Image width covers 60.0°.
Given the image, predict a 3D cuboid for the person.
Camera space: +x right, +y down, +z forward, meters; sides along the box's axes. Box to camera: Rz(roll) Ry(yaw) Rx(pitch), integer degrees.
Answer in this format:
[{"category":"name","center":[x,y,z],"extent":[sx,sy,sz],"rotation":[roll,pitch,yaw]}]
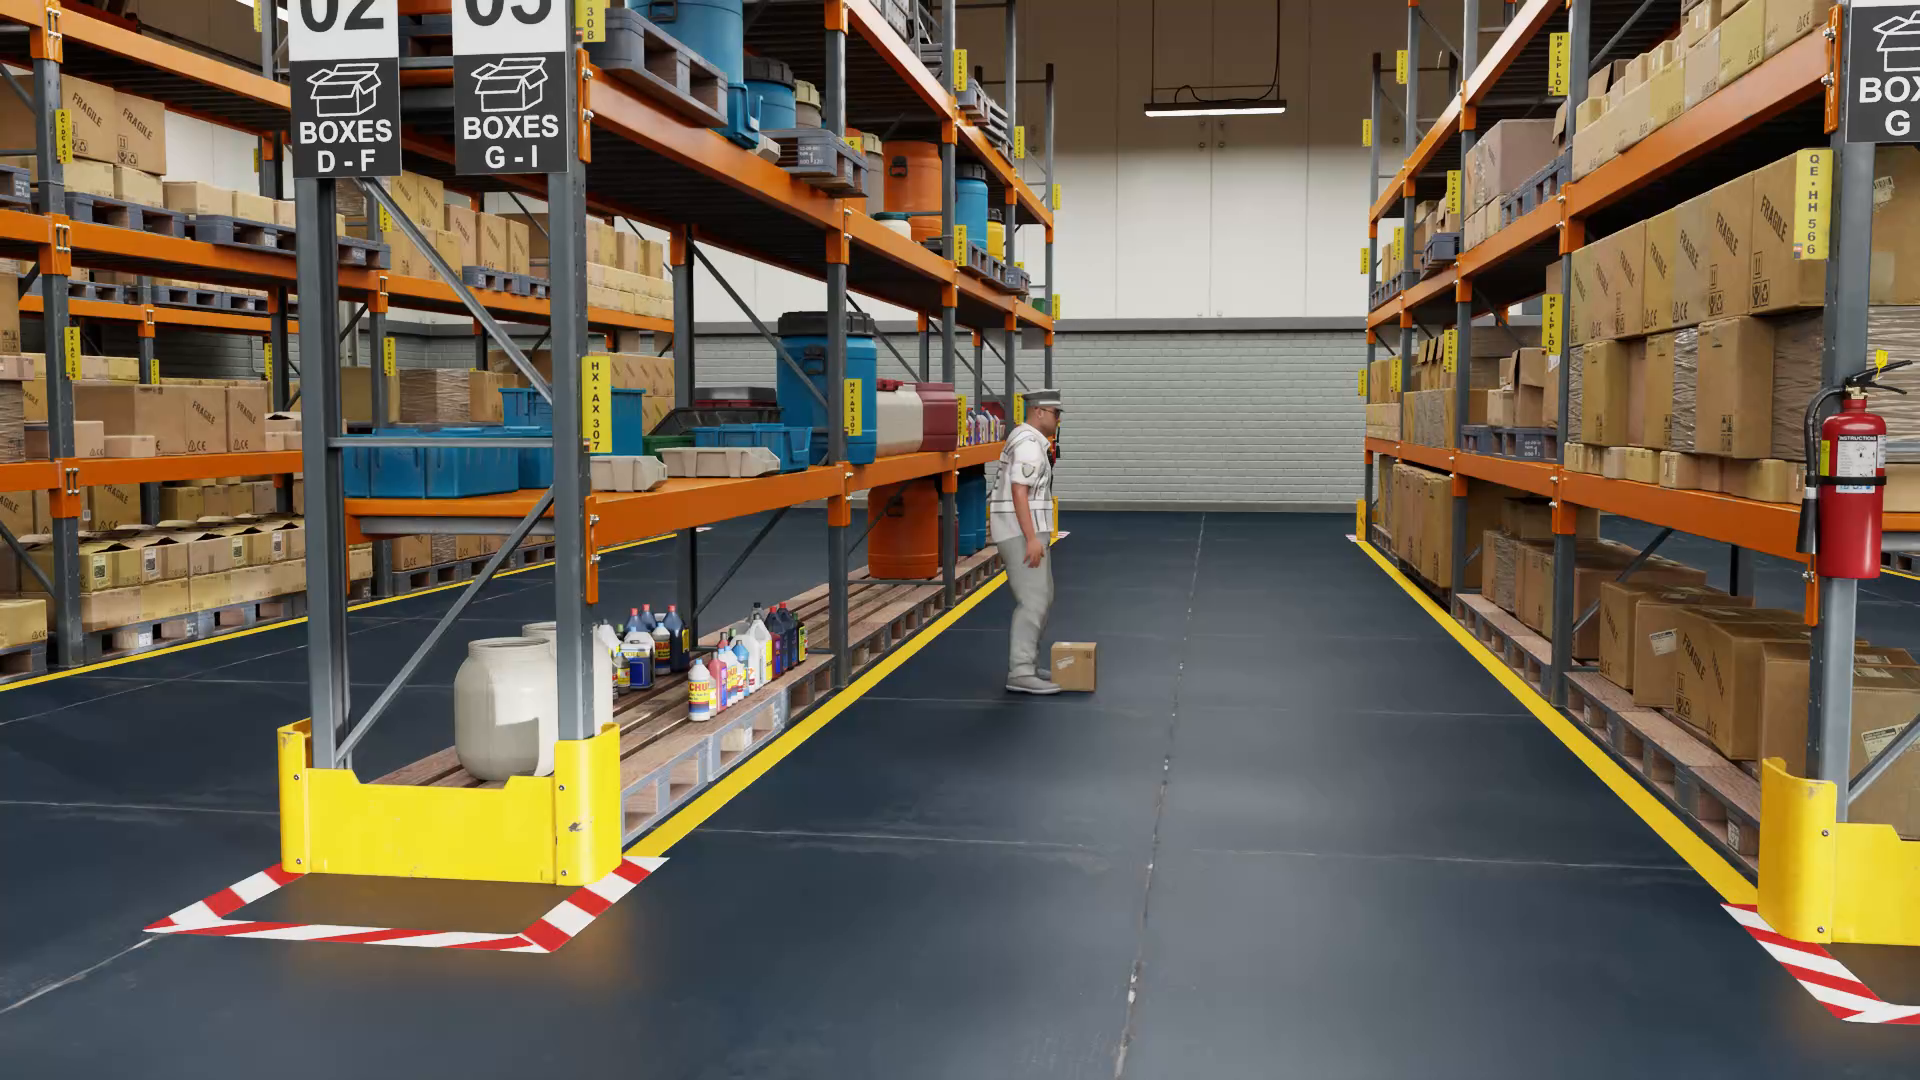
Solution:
[{"category":"person","center":[0.399,-0.011,9.723],"extent":[0.440,1.748,0.606],"rotation":[0,4,5]}]
